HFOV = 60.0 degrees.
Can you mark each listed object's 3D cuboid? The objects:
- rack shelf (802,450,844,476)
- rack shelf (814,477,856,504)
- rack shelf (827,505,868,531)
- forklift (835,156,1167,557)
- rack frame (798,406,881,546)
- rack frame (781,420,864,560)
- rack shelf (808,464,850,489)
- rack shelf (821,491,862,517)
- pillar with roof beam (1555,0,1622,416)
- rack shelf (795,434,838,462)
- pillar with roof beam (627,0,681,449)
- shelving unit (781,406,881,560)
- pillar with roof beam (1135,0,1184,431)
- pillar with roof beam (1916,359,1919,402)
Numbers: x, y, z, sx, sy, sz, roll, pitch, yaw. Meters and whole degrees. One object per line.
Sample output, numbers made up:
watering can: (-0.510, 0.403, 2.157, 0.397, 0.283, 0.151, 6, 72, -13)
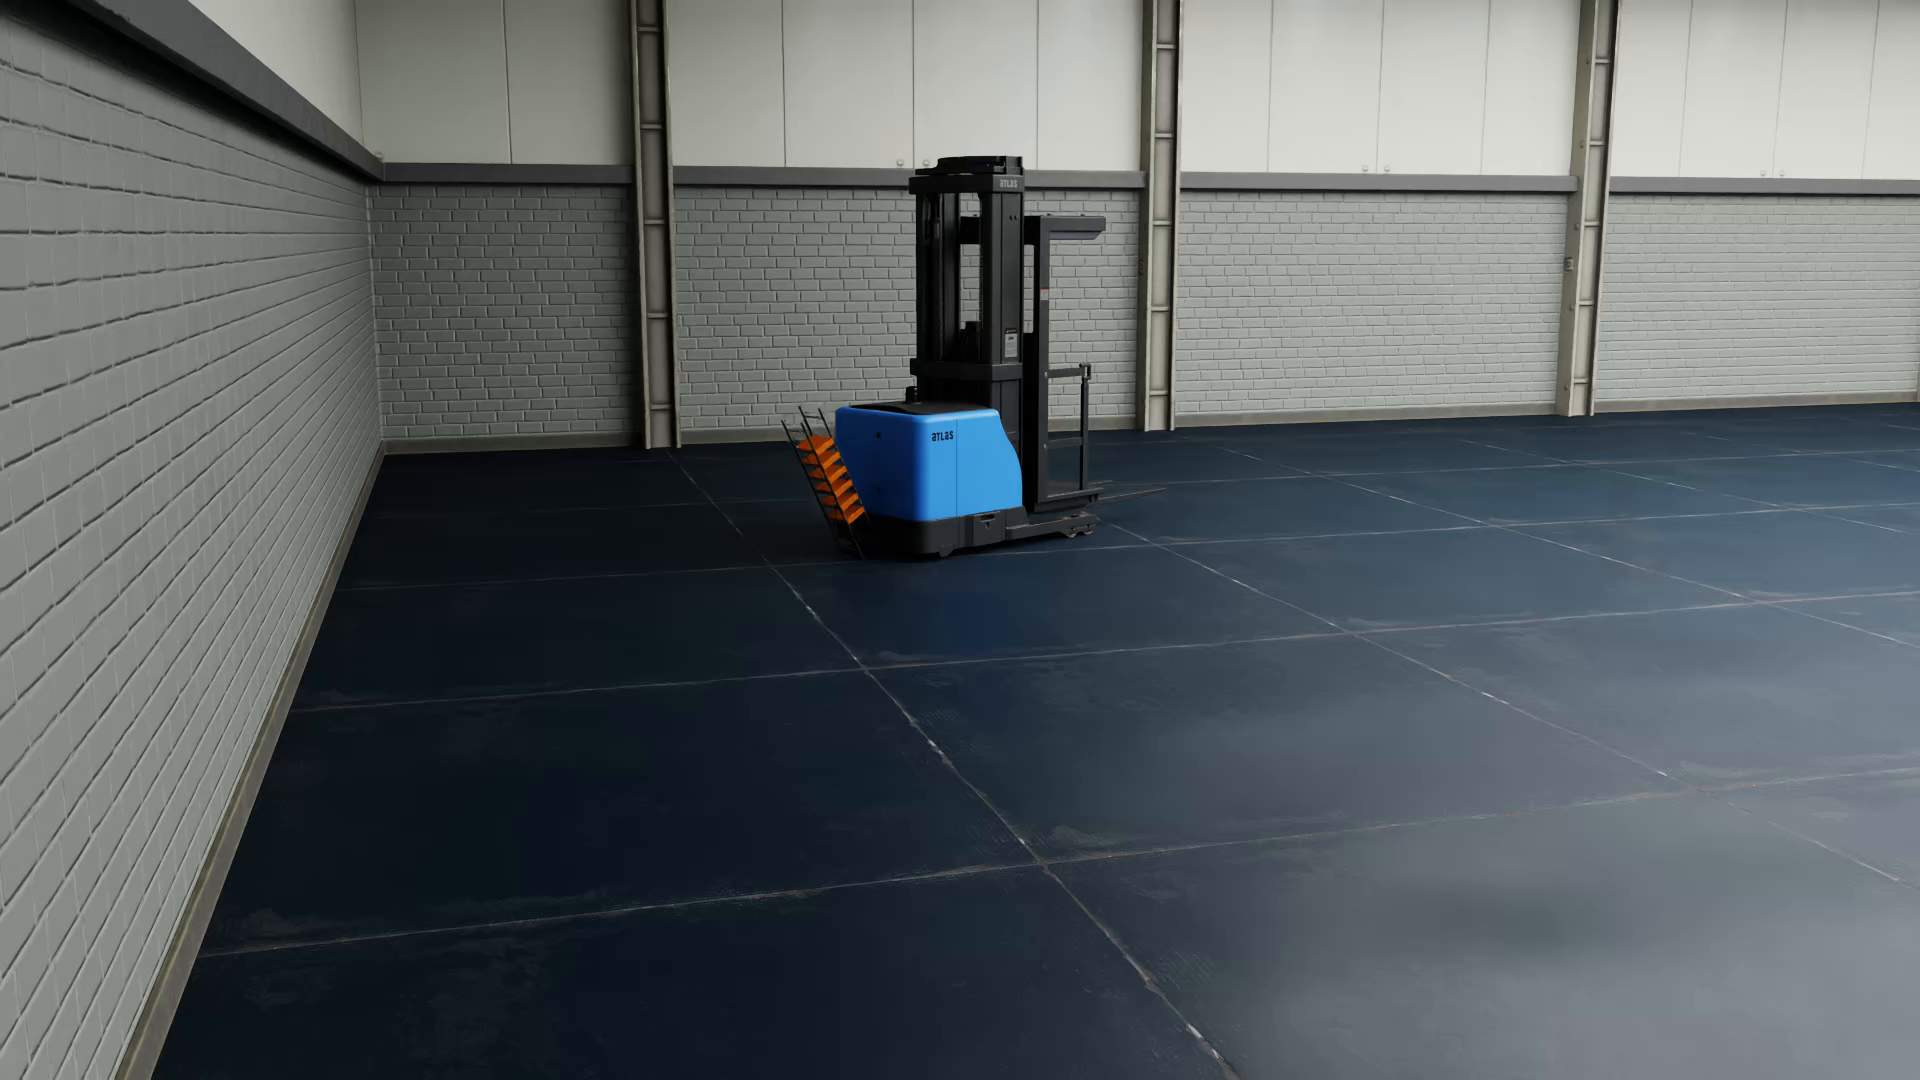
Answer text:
rack shelf: (-0.996, -0.563, 11.974, 0.258, 0.103, 0.180, 10, 43, 44)
rack shelf: (-0.916, -0.369, 12.091, 0.258, 0.103, 0.180, 10, 43, 44)
rack shelf: (-0.836, -0.175, 12.207, 0.258, 0.103, 0.180, 10, 43, 44)
forklift: (0.450, -1.519, 13.204, 3.031, 2.935, 1.130, -10, 14, -43)
rack frame: (-0.873, -0.458, 12.117, 0.240, 1.200, 0.006, 10, 43, 44)
rack frame: (-0.988, -0.352, 12.021, 0.240, 1.200, 0.006, 10, 43, 44)
rack shelf: (-0.956, -0.466, 12.033, 0.258, 0.103, 0.180, 10, 43, 44)
rack shelf: (-0.876, -0.272, 12.149, 0.258, 0.103, 0.180, 10, 43, 44)
pillar with roof beam: (9.356, -5.342, 17.209, 0.400, 9.000, 9.100, -3, 11, -16)
rack shelf: (-1.036, -0.660, 11.916, 0.258, 0.103, 0.180, 10, 43, 44)
pillar with roof beam: (-2.166, -4.735, 13.910, 0.400, 9.000, 9.100, -3, 11, -16)
shelving unit: (-0.931, -0.405, 12.069, 0.258, 1.200, 0.189, 10, 43, 44)
pillar with roof beam: (3.595, -5.038, 15.560, 0.400, 9.000, 9.100, -3, 11, -16)
pillar with roof beam: (15.117, -5.646, 18.858, 0.400, 9.000, 9.100, -3, 11, -16)
